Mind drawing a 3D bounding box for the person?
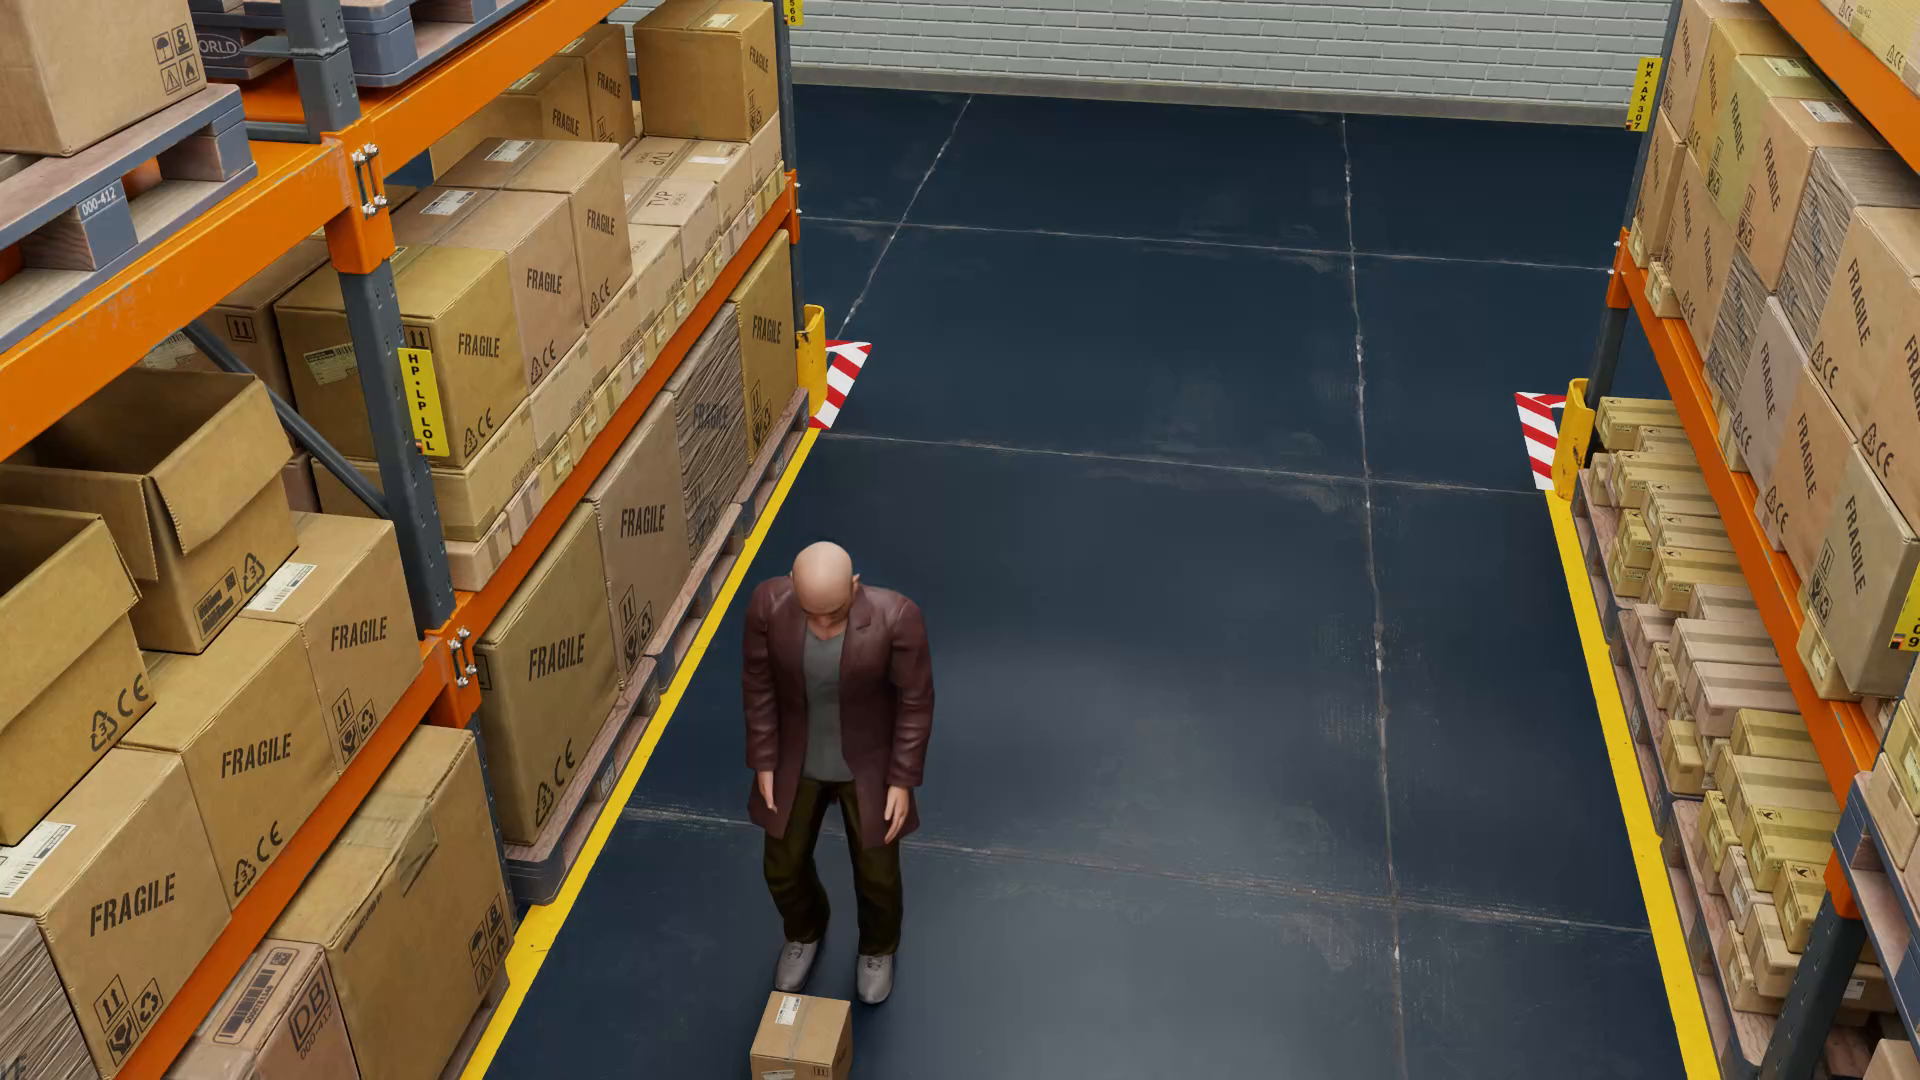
[{"bbox_3d":[-0.369,0.694,5.109,0.595,1.715,0.449,6,32,10],"label":"person"}]
